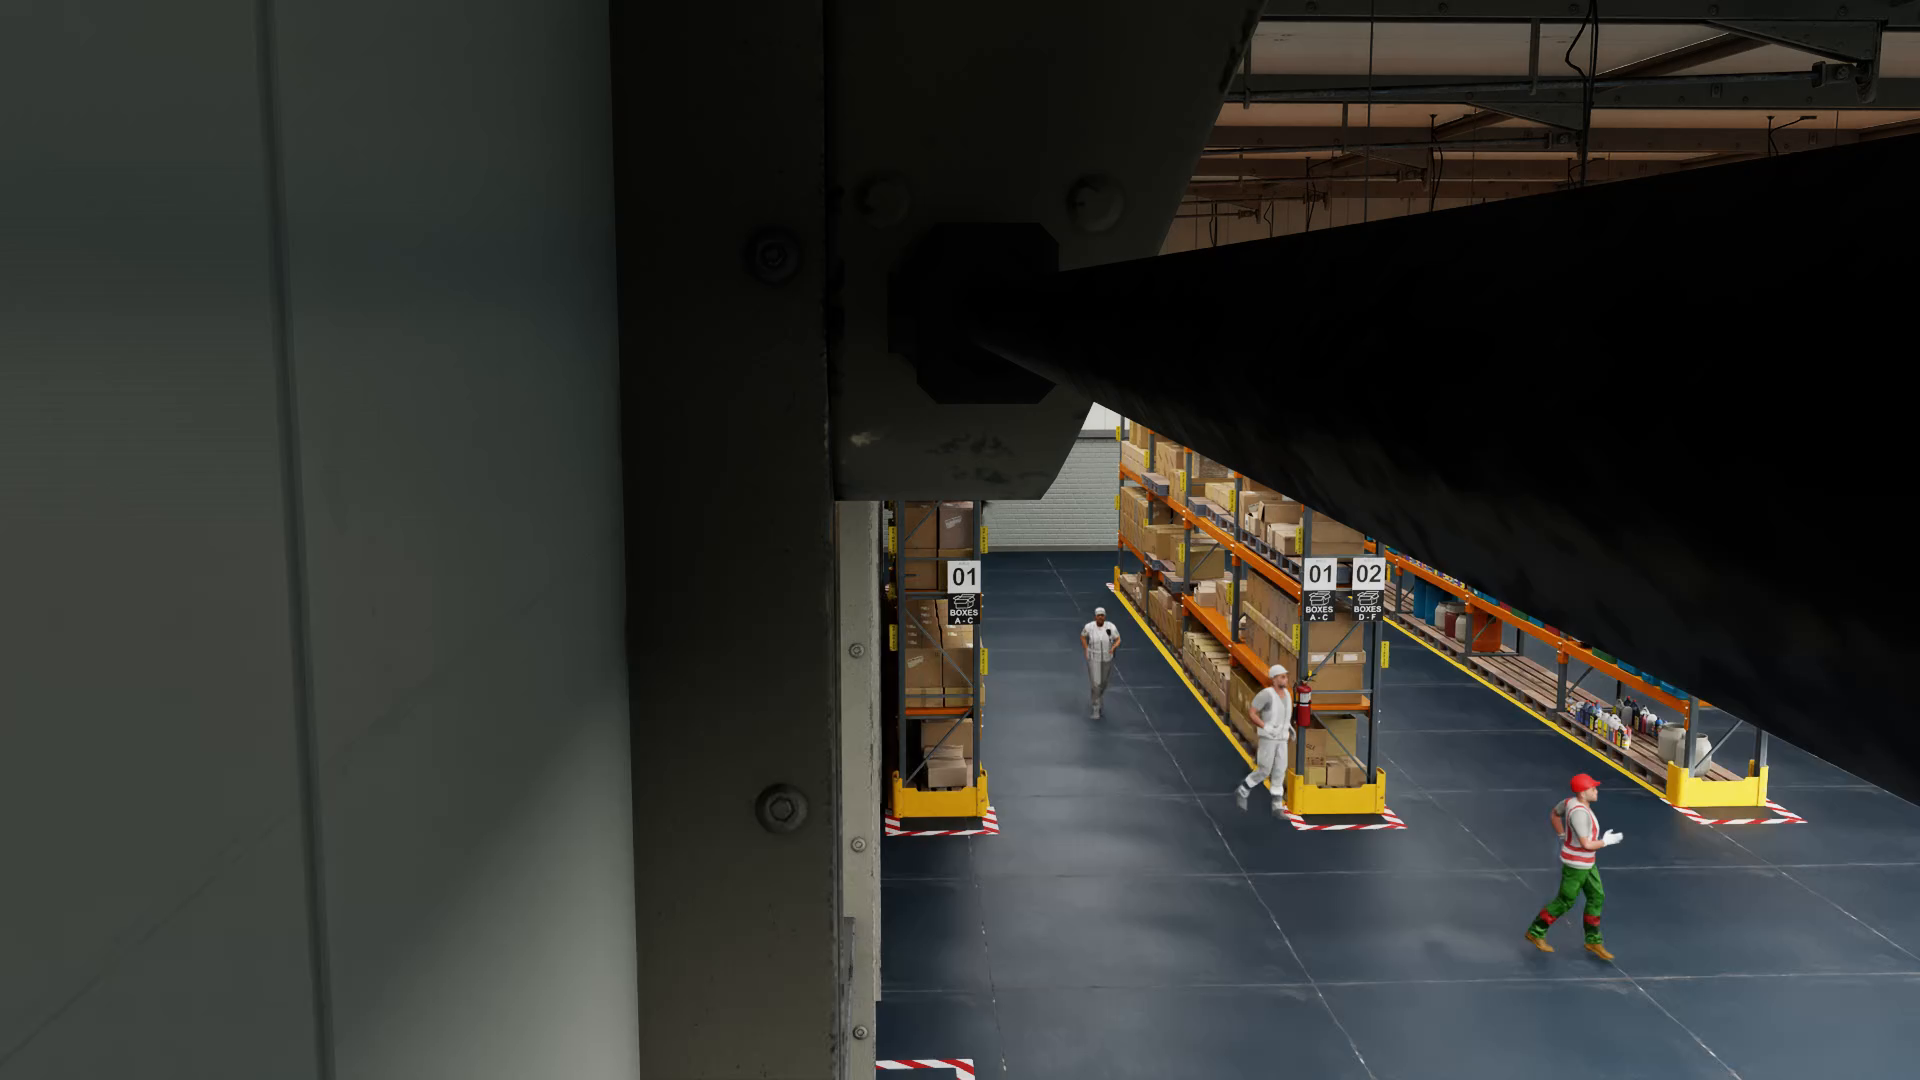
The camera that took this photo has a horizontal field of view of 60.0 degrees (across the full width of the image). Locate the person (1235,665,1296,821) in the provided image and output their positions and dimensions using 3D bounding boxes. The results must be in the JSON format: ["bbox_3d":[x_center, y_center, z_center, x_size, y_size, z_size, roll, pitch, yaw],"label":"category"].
[{"bbox_3d":[3.737,2.363,19.637,0.718,1.763,0.863,-6,10,-35],"label":"person"}]

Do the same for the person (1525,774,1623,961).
[{"bbox_3d":[5.913,3.145,16.005,0.836,1.844,0.661,3,9,23],"label":"person"}]

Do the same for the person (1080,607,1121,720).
[{"bbox_3d":[2.160,1.856,25.519,0.601,1.695,0.796,-1,8,-6],"label":"person"}]
